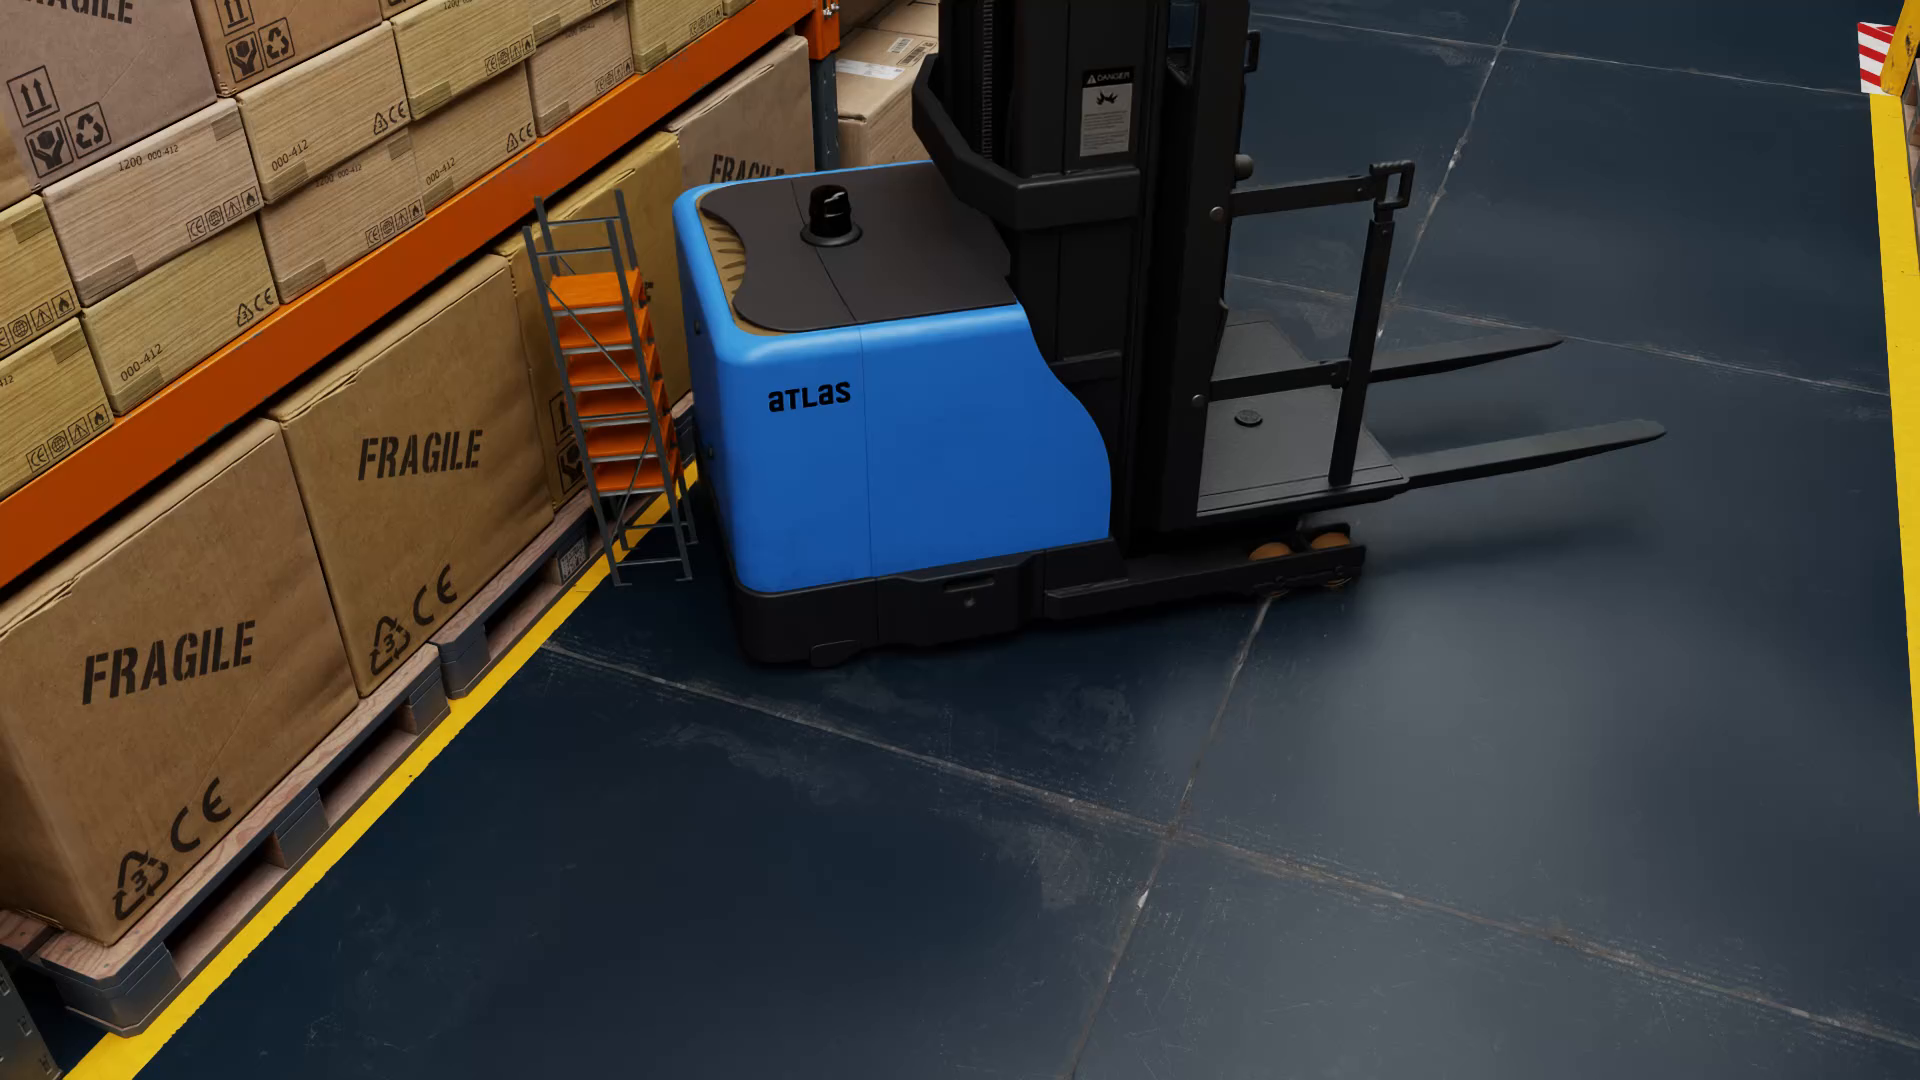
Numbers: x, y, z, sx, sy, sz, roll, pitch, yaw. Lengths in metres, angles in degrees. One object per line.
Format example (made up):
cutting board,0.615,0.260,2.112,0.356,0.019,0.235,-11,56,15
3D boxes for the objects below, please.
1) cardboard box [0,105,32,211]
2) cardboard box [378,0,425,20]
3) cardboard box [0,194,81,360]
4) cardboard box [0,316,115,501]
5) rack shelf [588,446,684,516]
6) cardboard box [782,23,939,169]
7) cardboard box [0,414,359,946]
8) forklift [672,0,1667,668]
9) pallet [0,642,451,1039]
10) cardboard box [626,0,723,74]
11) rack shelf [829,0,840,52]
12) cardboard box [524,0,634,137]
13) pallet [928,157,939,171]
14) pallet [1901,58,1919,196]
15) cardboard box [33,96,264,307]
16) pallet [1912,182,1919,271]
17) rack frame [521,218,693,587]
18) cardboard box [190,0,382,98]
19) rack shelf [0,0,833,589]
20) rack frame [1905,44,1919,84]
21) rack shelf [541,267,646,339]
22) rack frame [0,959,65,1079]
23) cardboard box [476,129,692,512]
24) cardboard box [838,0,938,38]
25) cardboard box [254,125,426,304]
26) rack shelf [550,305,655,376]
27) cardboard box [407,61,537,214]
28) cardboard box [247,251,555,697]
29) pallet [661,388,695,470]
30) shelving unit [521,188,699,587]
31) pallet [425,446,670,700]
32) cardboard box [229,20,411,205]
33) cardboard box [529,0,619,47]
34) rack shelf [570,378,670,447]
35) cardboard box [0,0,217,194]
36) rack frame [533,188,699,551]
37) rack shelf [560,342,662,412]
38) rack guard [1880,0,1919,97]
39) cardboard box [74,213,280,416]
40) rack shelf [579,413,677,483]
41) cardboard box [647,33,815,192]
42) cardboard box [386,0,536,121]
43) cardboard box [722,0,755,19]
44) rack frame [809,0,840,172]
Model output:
cardboard box,-2.048,-0.758,2.840,0.500,0.500,0.500,13,39,16
cardboard box,-1.462,-1.596,3.961,0.500,0.500,0.500,14,39,18
cardboard box,-2.041,-0.464,3.073,0.500,0.250,0.500,14,39,17
cardboard box,-2.043,-0.253,3.209,0.500,0.250,0.500,13,39,17
rack shelf,-0.959,-0.176,4.940,0.258,0.103,0.180,-5,37,1
cardboard box,-0.602,-1.780,6.915,0.875,0.438,0.875,13,39,17
cardboard box,-2.122,0.220,3.875,0.875,0.875,0.875,14,39,17
forklift,0.726,-1.297,4.537,3.031,2.935,1.130,-9,38,-12
pallet,-2.092,0.598,4.274,1.003,0.211,1.213,14,39,18
cardboard box,-1.072,-1.667,5.100,0.500,0.250,0.500,13,39,17
rack shelf,-0.179,-3.134,7.538,1.077,0.370,4.000,14,39,18
cardboard box,-1.282,-1.392,4.732,0.500,0.250,0.500,13,39,17
pallet,-0.578,-1.601,7.215,1.003,0.211,1.213,14,39,18
pallet,4.842,-1.800,7.482,1.003,0.211,1.213,14,39,18
cardboard box,-1.843,-0.750,3.456,0.500,0.250,0.500,15,39,19
pallet,4.377,-1.127,6.581,1.003,0.211,1.213,14,39,18
rack frame,-0.978,-0.348,4.697,0.240,1.200,0.006,-5,37,1
cardboard box,-1.657,-1.317,3.588,0.500,0.500,0.500,15,39,19
rack shelf,-1.701,-0.919,4.575,1.077,0.370,4.000,14,39,18
rack frame,5.174,-3.400,7.294,1.000,3.000,0.127,14,39,18
rack shelf,-1.006,-0.655,4.582,0.258,0.103,0.180,-5,37,1
rack frame,-2.462,-0.100,2.878,1.000,3.000,0.127,14,39,18
cardboard box,-1.439,-0.768,5.196,0.875,0.875,0.875,15,39,19
cardboard box,-0.262,-2.275,7.578,0.875,0.438,0.875,13,39,16
cardboard box,-1.659,-0.831,3.981,0.500,0.250,0.500,15,39,19
rack shelf,-0.997,-0.559,4.654,0.258,0.103,0.180,-5,37,1
cardboard box,-1.475,-1.105,4.348,0.500,0.250,0.500,14,39,18
cardboard box,-1.779,-0.273,4.534,0.875,0.875,0.875,14,39,18
pallet,-1.164,-0.753,6.081,1.003,0.211,1.213,14,39,18
shelving unit,-0.981,-0.403,4.770,0.258,1.200,0.189,-5,37,1
pallet,-1.627,-0.075,5.174,1.003,0.211,1.213,14,39,18
cardboard box,-1.642,-1.023,3.821,0.500,0.250,0.500,14,39,18
cardboard box,-1.258,-1.589,4.577,0.500,0.250,0.500,15,39,19
rack shelf,-0.978,-0.367,4.797,0.258,0.103,0.180,-5,37,1
cardboard box,-1.868,-1.034,3.210,0.500,0.500,0.500,14,39,18
rack frame,-0.985,-0.457,4.844,0.240,1.200,0.006,-5,37,1
rack shelf,-0.987,-0.463,4.725,0.258,0.103,0.180,-5,37,1
rack guard,5.145,-2.357,7.986,1.175,0.500,0.348,14,39,18
cardboard box,-1.864,-0.542,3.594,0.500,0.250,0.500,13,39,16
rack shelf,-0.968,-0.271,4.869,0.258,0.103,0.180,-5,37,1
cardboard box,-1.102,-1.270,5.868,0.875,0.875,0.875,15,39,19
cardboard box,-1.437,-1.301,4.193,0.500,0.250,0.500,15,39,19
cardboard box,-0.878,-1.949,5.477,0.500,0.250,0.500,13,39,17
rack frame,-0.940,-2.314,5.841,1.000,3.000,0.127,14,39,18
